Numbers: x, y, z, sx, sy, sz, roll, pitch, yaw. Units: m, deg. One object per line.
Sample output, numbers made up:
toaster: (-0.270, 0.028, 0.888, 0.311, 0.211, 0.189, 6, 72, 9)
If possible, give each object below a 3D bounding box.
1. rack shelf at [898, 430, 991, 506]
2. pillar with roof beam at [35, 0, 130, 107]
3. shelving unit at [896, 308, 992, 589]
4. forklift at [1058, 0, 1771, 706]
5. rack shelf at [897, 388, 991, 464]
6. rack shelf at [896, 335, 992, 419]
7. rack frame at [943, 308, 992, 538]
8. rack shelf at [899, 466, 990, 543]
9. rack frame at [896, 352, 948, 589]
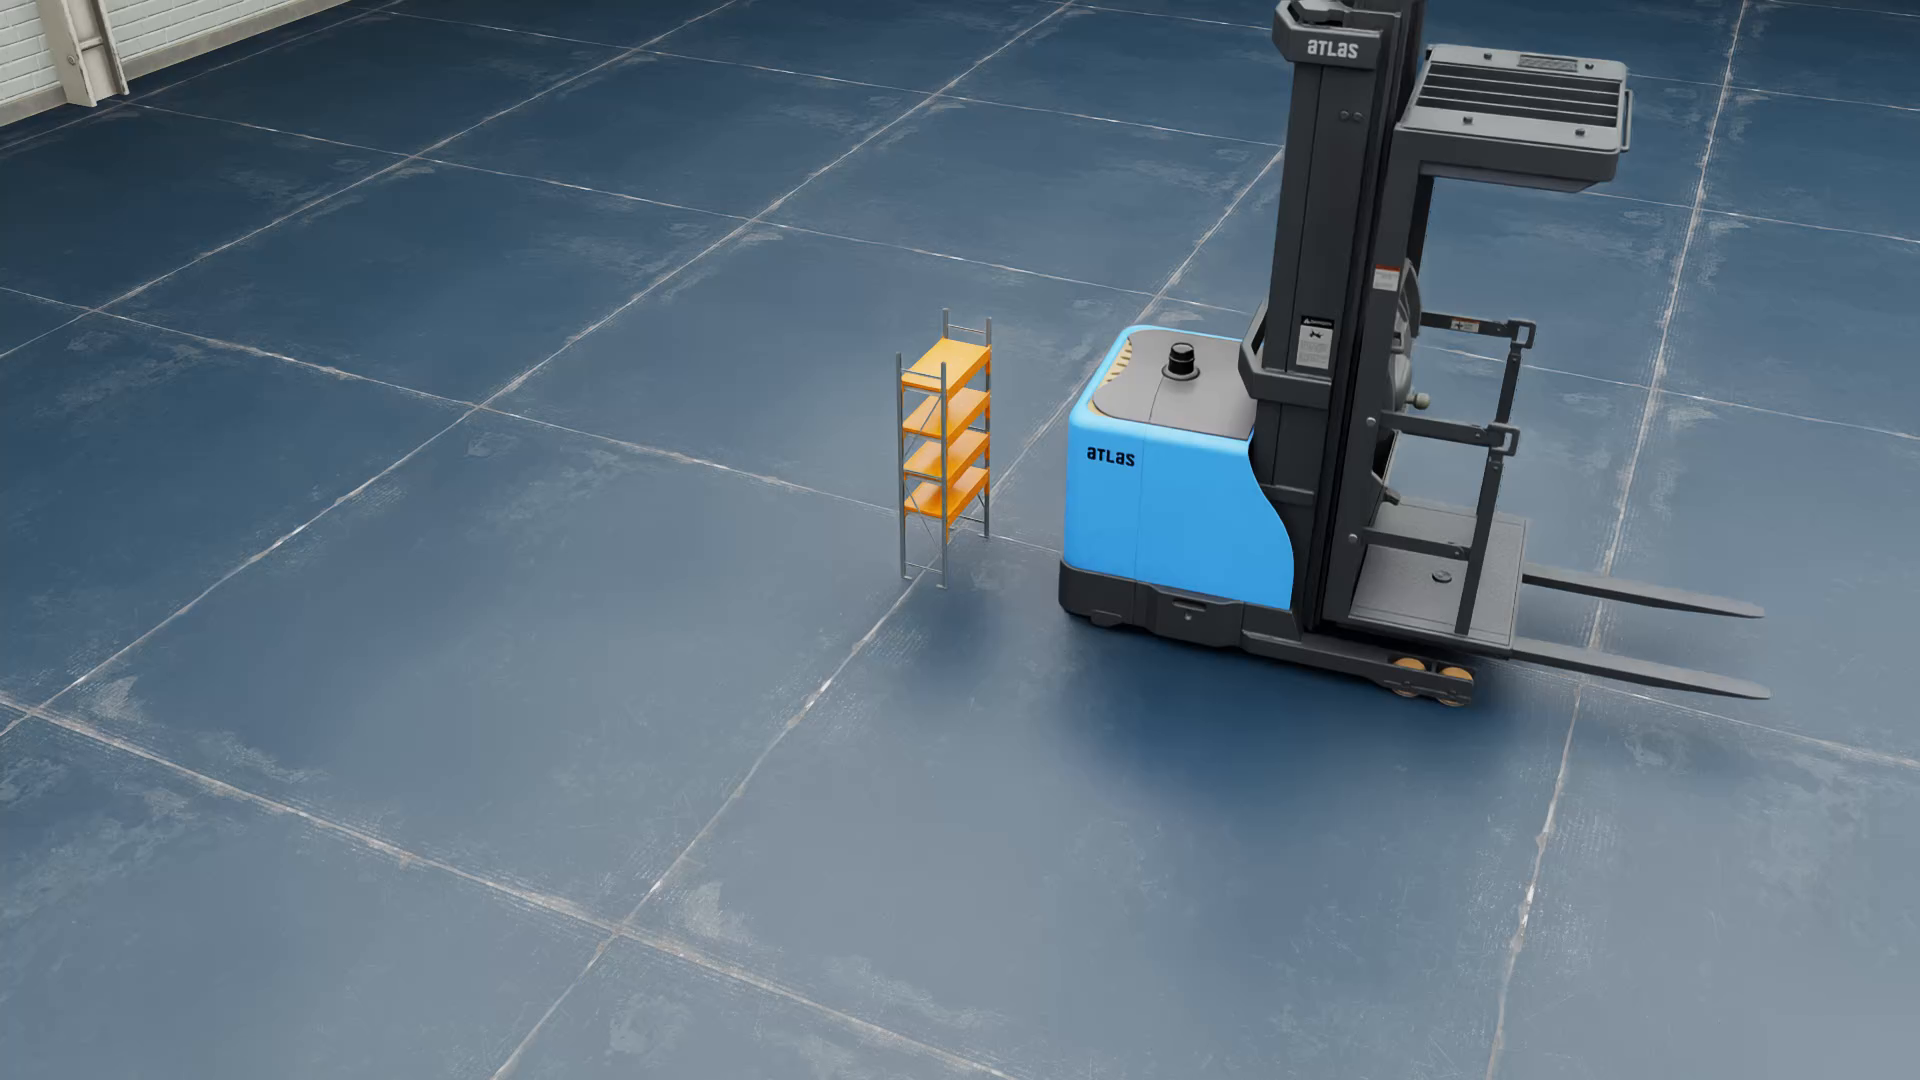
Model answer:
rack shelf: (-0.069, -0.363, 7.832, 0.258, 0.148, 0.480, 14, 36, 20)
pillar with roof beam: (-3.290, -6.471, 9.913, 9.100, 9.000, 0.400, 14, 36, 20)
shelving unit: (-0.069, -0.419, 7.795, 0.258, 1.200, 0.503, 14, 36, 20)
forklift: (2.029, -0.840, 6.858, 3.031, 2.935, 1.130, 11, 35, 16)
rack shelf: (-0.069, -0.550, 7.710, 0.258, 0.148, 0.480, 14, 36, 20)
rack shelf: (-0.069, -0.748, 7.580, 0.258, 0.148, 0.480, 14, 36, 20)
rack frame: (0.033, -0.541, 7.981, 0.240, 1.200, 0.015, 14, 36, 20)
rack shelf: (-0.069, -0.197, 7.941, 0.258, 0.148, 0.480, 14, 36, 20)
rack frame: (-0.171, -0.298, 7.610, 0.240, 1.200, 0.015, 14, 36, 20)
